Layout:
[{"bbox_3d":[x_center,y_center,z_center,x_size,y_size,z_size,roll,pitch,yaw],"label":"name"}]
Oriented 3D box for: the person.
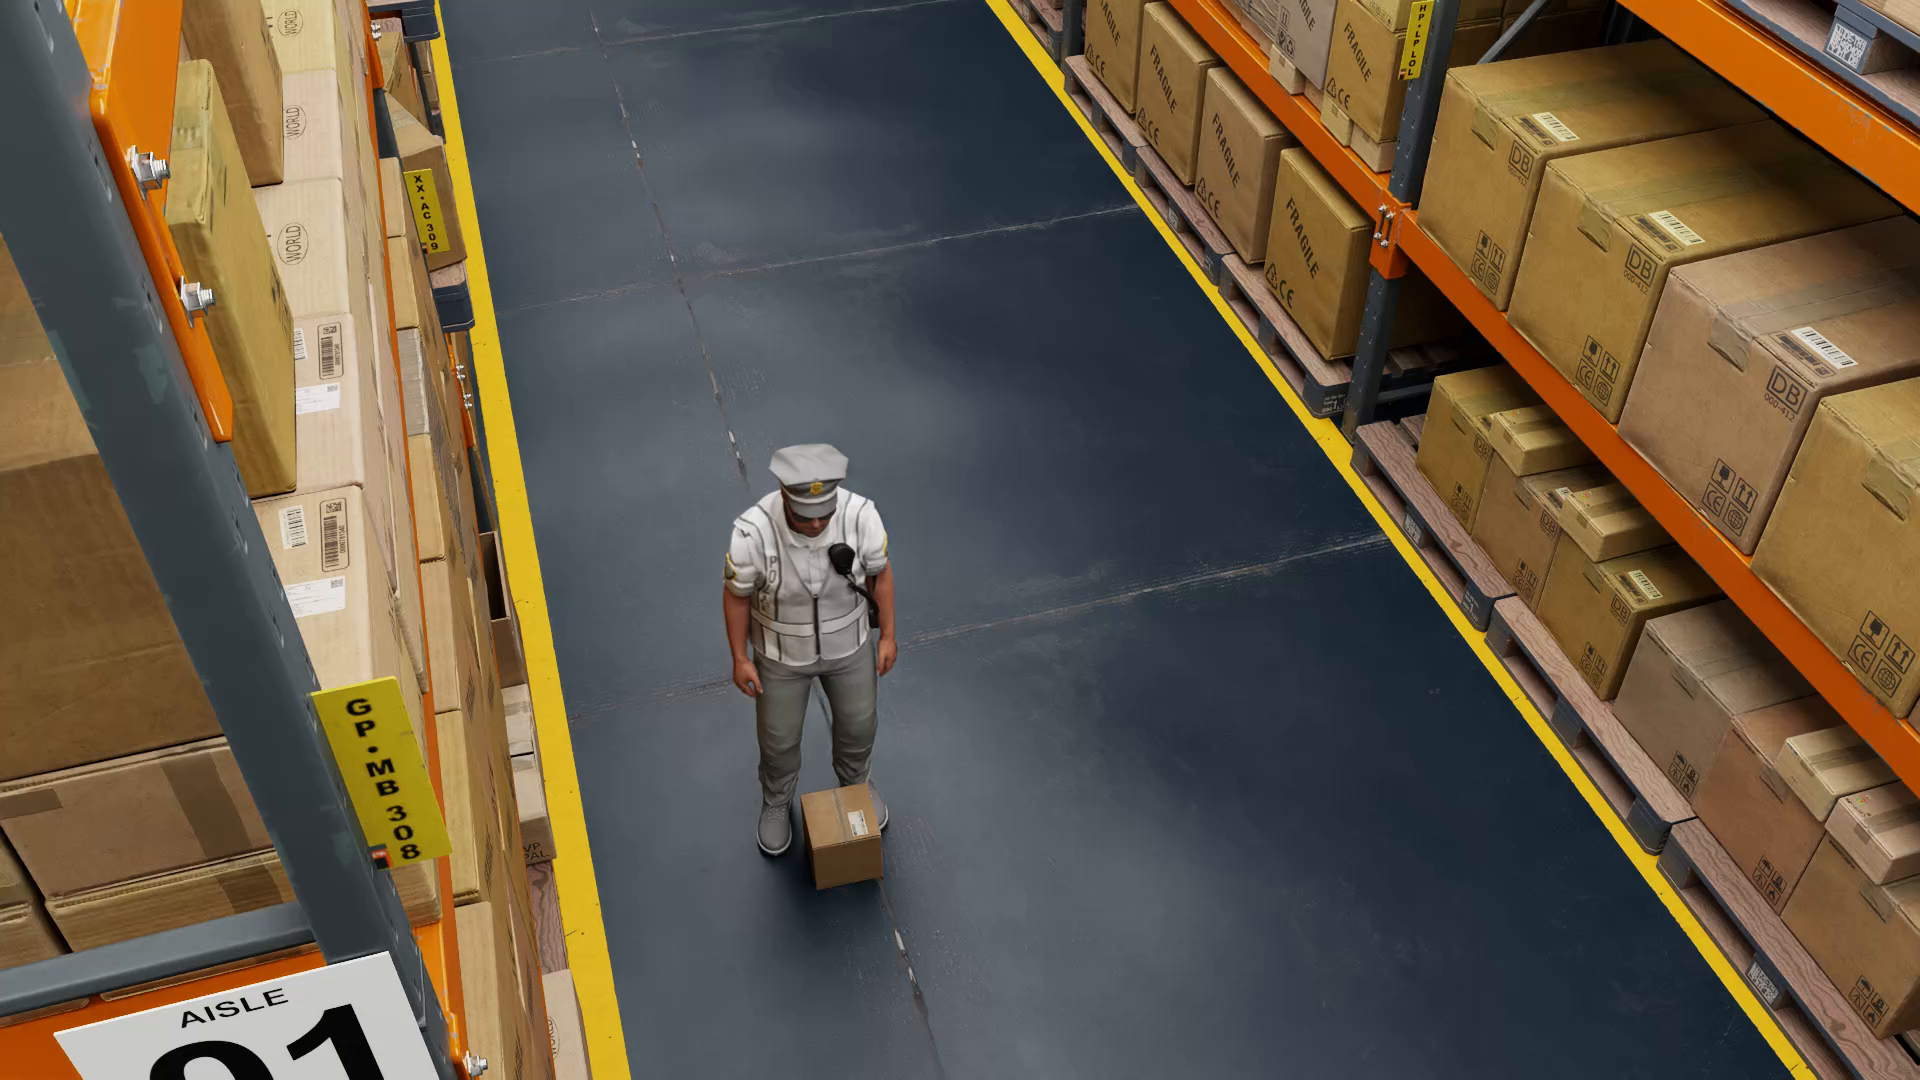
[{"bbox_3d":[-0.509,0.349,5.766,0.587,1.748,0.436,-9,43,-10],"label":"person"}]
